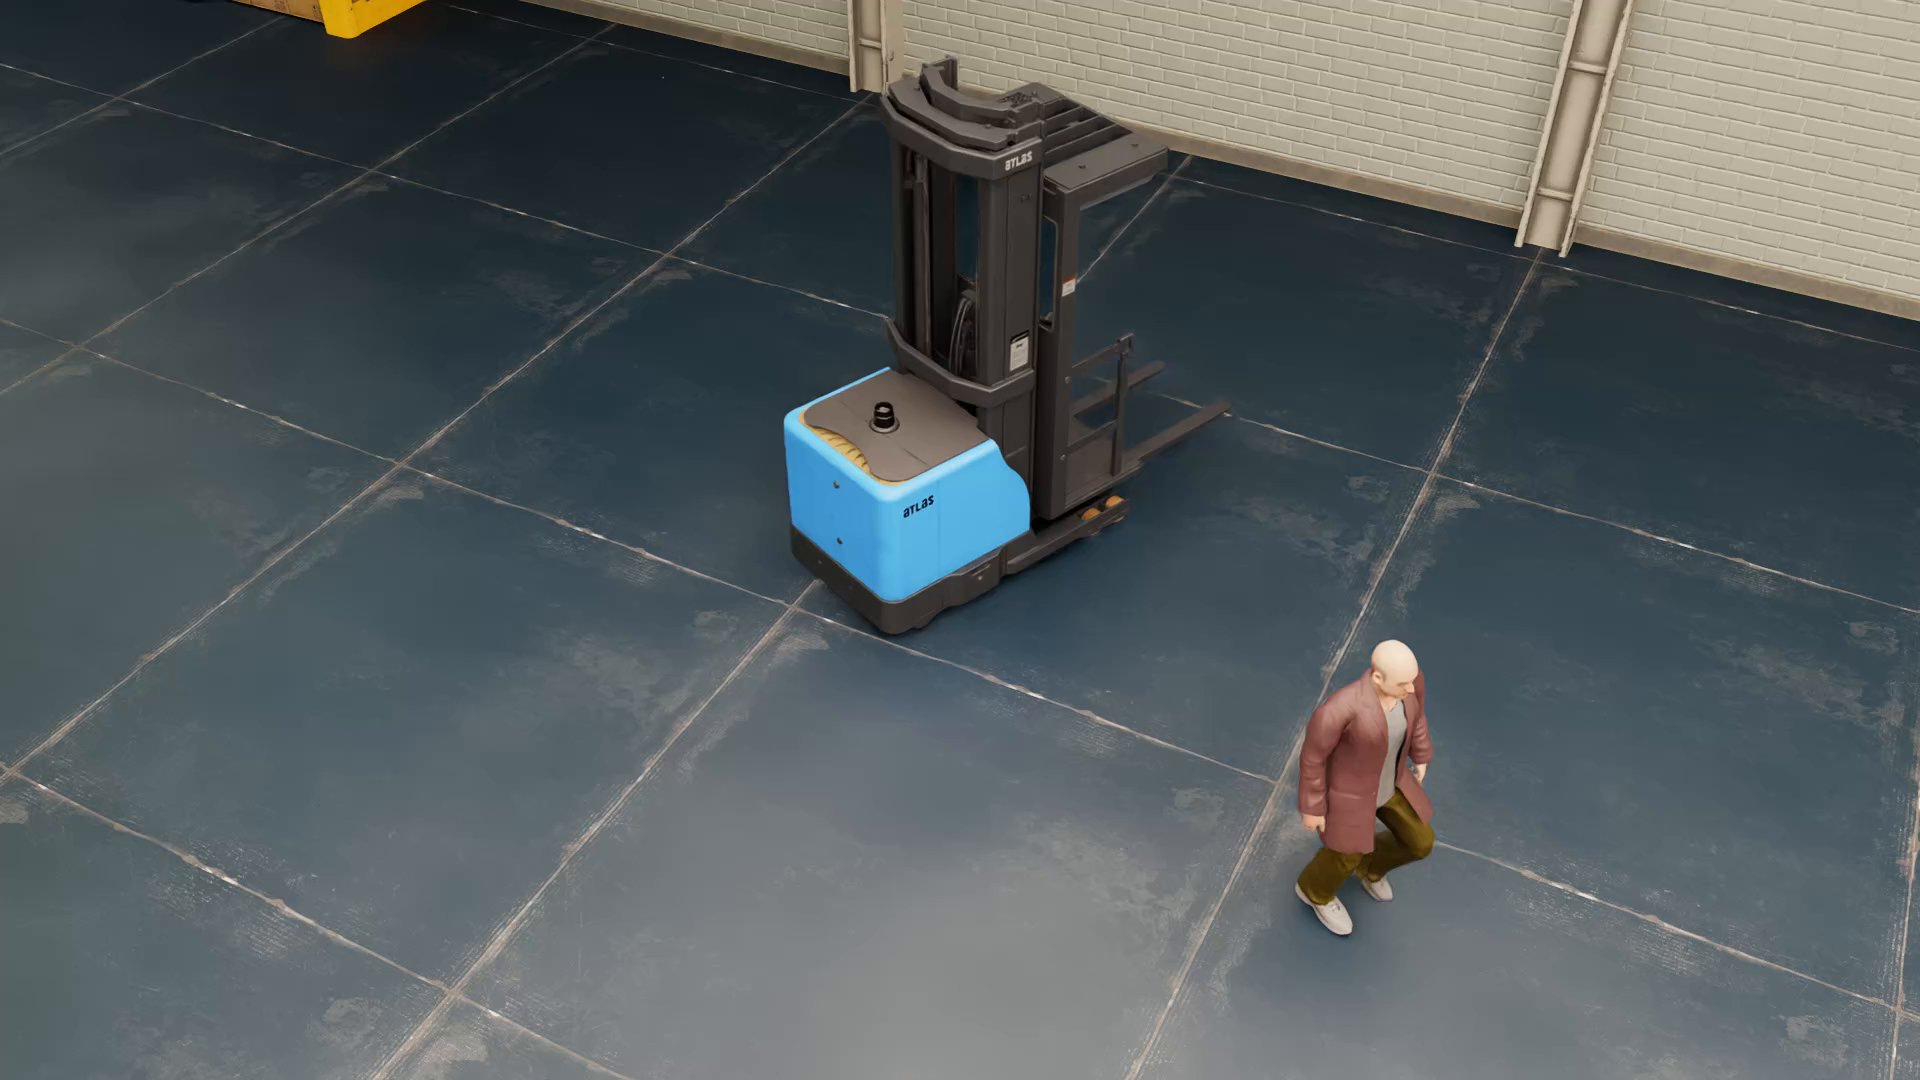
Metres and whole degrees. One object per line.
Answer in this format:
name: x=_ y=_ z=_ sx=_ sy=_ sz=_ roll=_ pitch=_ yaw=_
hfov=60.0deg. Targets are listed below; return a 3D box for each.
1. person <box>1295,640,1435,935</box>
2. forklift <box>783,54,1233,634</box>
person: x=1.877 y=1.141 z=7.549 sx=0.735 sy=1.767 sz=0.497 roll=-23 pitch=45 yaw=-25
forklift: x=0.430 y=-1.385 z=9.631 sx=3.031 sy=2.935 sz=1.130 roll=-28 pitch=48 yaw=-29
